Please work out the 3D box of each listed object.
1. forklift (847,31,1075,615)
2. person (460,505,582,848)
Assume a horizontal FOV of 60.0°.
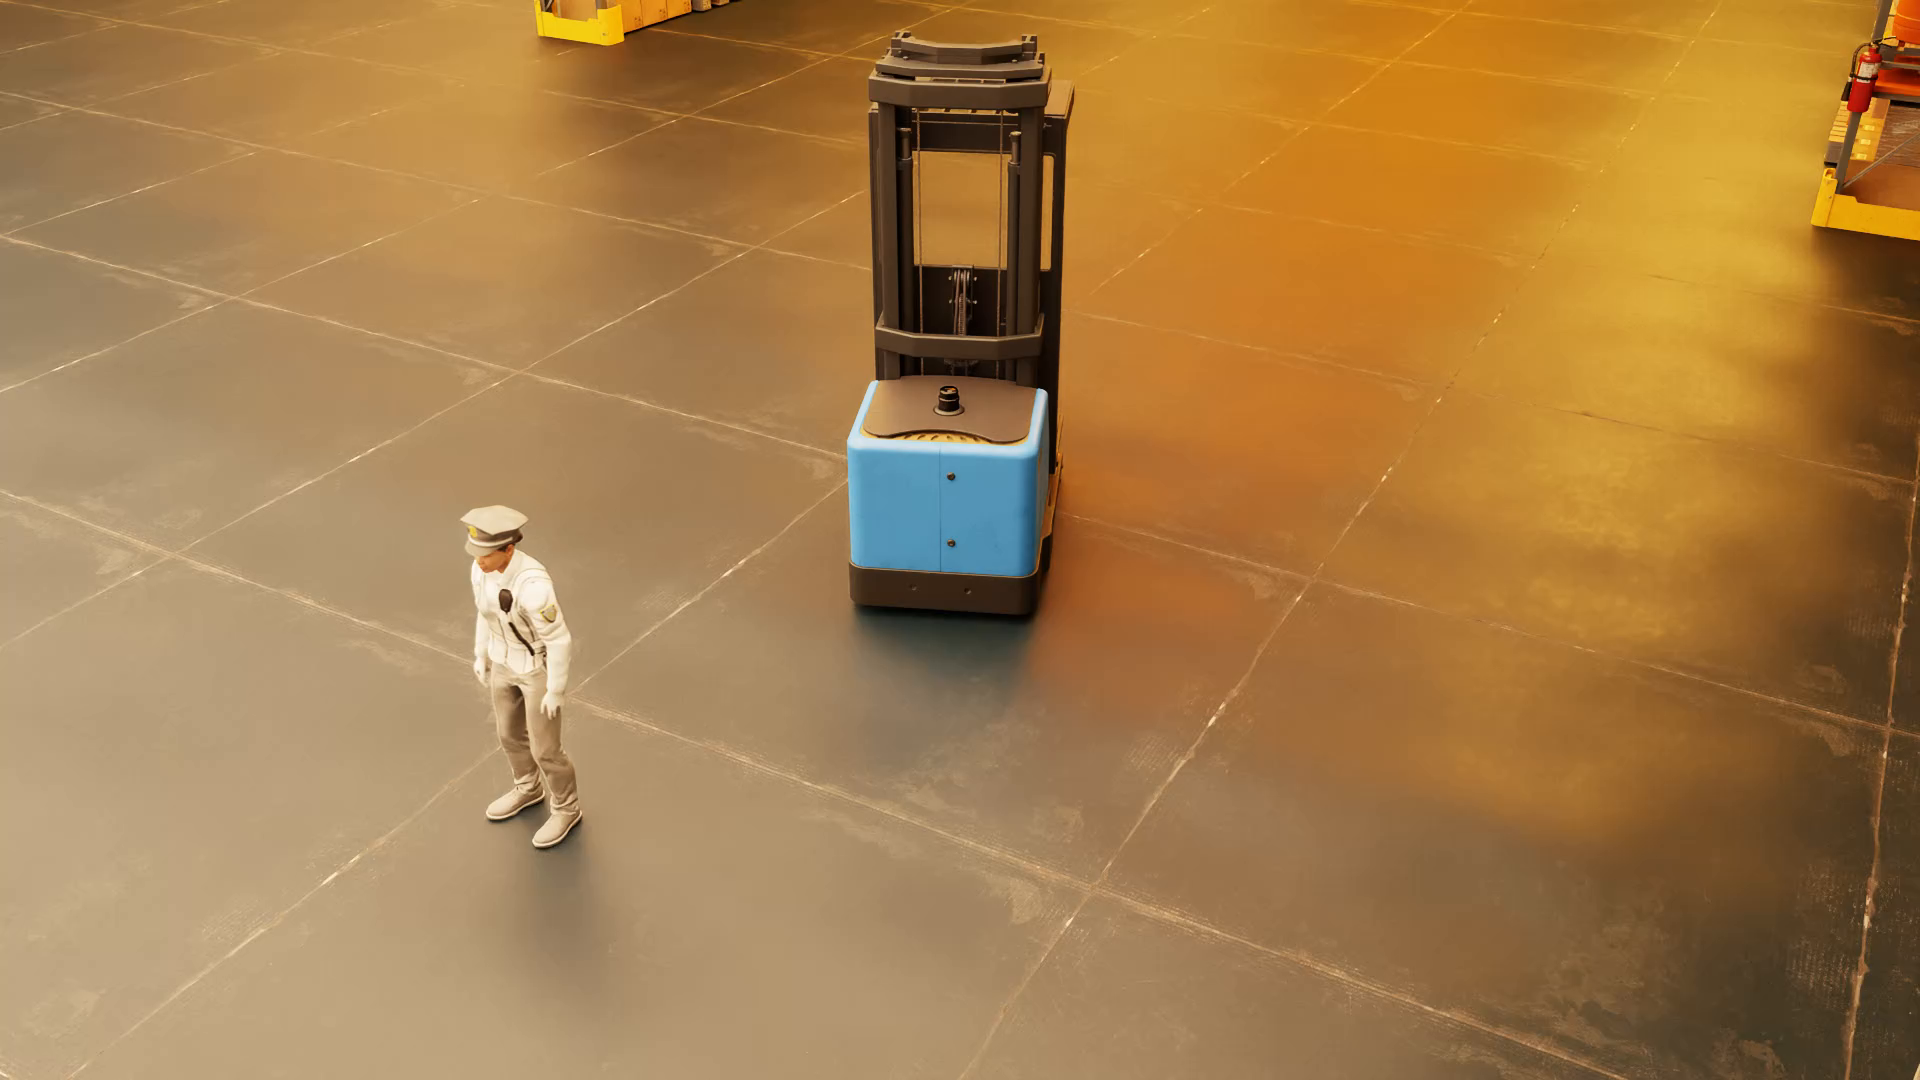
[{"bbox_3d":[0.072,-1.572,9.794,1.130,2.935,3.031,3,30,6],"label":"forklift"},{"bbox_3d":[-1.919,0.584,7.328,0.543,1.665,0.372,20,36,31],"label":"person"}]
